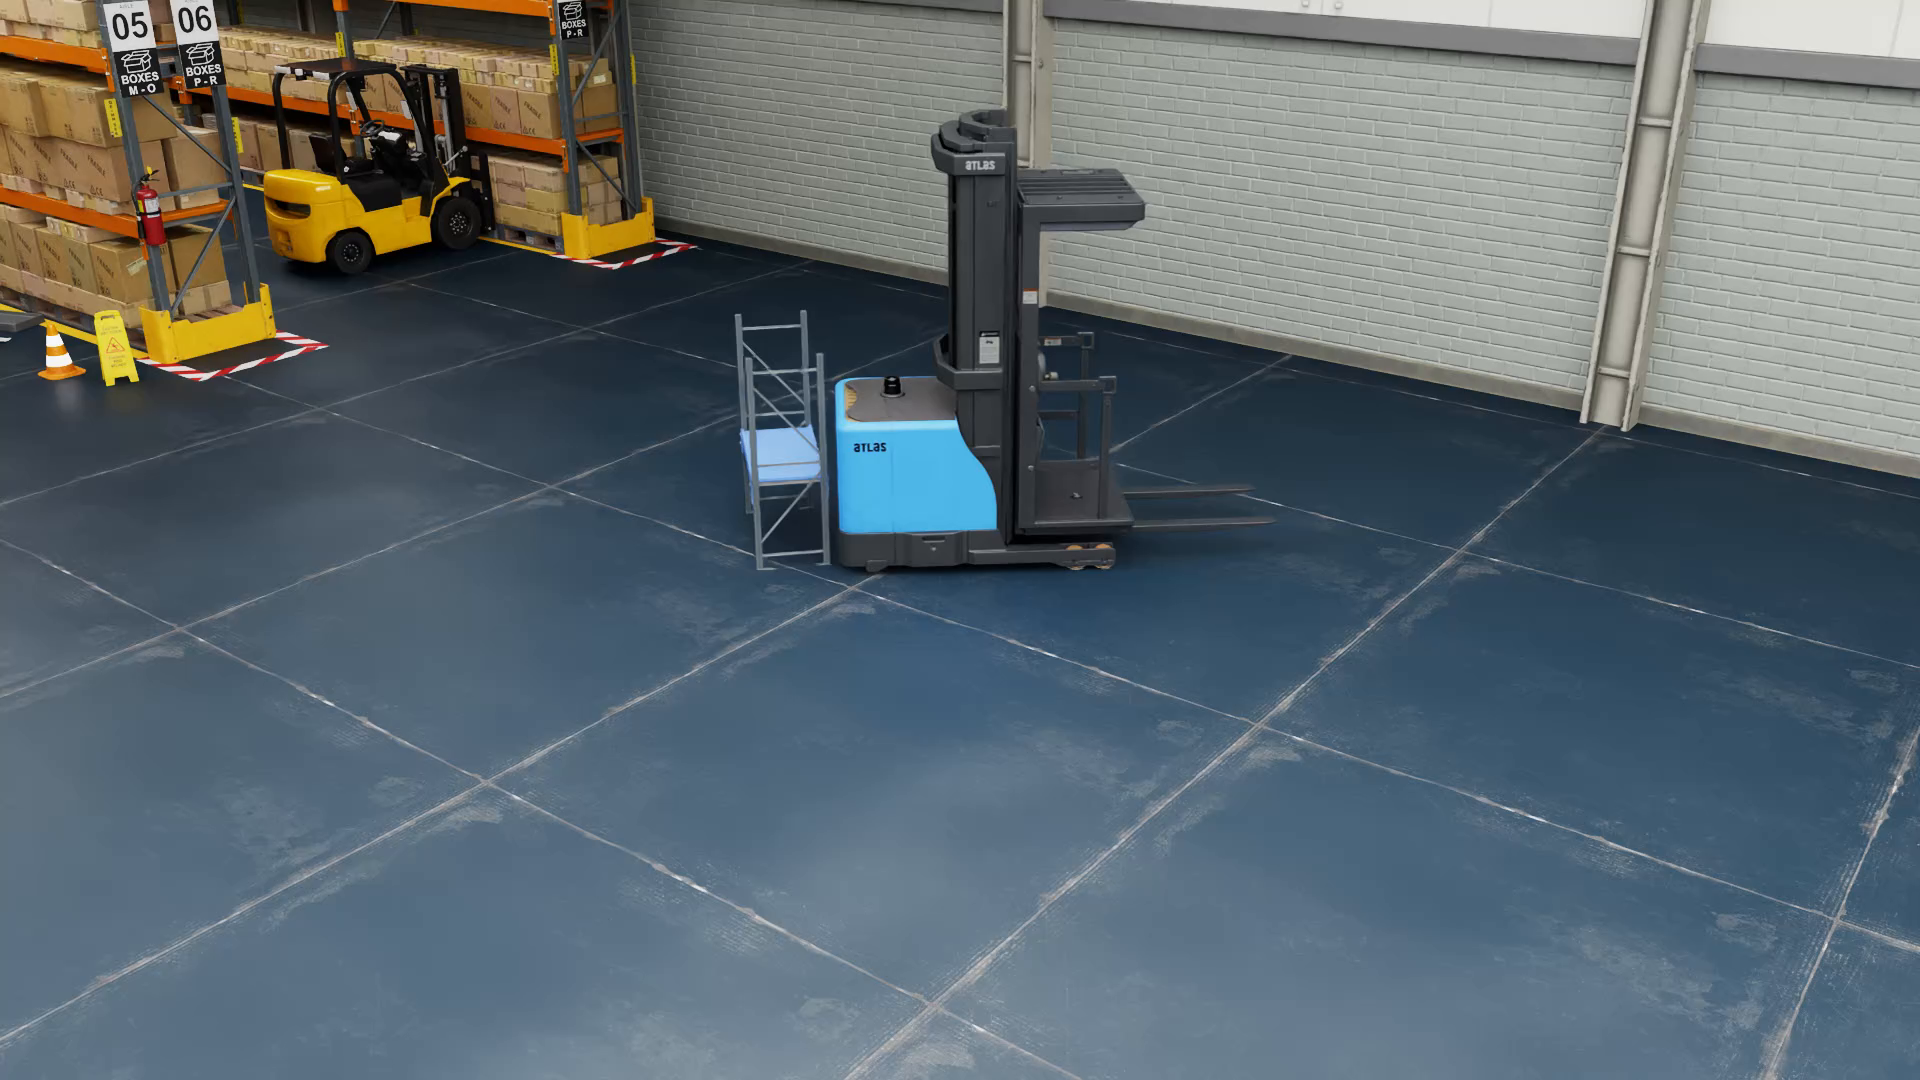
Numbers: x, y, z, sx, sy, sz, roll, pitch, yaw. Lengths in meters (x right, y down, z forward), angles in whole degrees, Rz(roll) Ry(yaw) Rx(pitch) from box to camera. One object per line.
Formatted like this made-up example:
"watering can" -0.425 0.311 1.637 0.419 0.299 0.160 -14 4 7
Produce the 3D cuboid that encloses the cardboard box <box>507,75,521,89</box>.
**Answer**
"cardboard box" -4.959 -5.281 19.088 0.250 0.149 0.380 17 29 34

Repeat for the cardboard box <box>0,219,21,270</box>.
"cardboard box" -9.549 -3.097 17.018 0.500 0.500 0.500 18 30 35

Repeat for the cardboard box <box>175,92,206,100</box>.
"cardboard box" -11.357 -6.520 24.602 0.250 0.149 0.380 15 28 31

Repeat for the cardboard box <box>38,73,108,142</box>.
"cardboard box" -8.034 -4.025 15.433 0.500 0.500 0.700 17 29 34

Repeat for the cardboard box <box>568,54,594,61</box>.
"cardboard box" -4.436 -5.524 19.269 0.250 0.149 0.380 18 29 35

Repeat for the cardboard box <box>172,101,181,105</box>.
"cardboard box" -11.306 -6.184 23.840 0.250 0.149 0.380 15 28 31

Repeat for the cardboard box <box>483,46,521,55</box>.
"cardboard box" -5.481 -5.823 19.947 0.250 0.149 0.380 17 29 34

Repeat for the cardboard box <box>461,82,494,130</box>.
"cardboard box" -5.491 -5.143 19.578 0.500 0.500 0.500 16 29 32

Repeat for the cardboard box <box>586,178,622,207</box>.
"cardboard box" -4.372 -4.154 19.727 0.500 0.250 0.500 17 29 34

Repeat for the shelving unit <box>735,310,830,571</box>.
"shelving unit" -1.229 -0.702 11.483 0.538 1.500 1.048 -4 24 -10

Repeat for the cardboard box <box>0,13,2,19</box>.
"cardboard box" -8.890 -5.052 15.594 0.500 0.250 0.500 17 29 34

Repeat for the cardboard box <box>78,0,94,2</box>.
"cardboard box" -7.542 -4.817 14.565 0.250 0.149 0.380 17 29 34

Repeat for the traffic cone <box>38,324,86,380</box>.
"traffic cone" -8.212 -1.735 15.114 0.334 0.463 0.336 17 29 33

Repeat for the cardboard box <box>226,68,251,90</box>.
"cardboard box" -9.497 -6.245 22.389 0.500 0.250 0.500 16 28 32

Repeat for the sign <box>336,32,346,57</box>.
"sign" -7.638 -6.094 20.523 0.005 0.325 0.100 17 29 33

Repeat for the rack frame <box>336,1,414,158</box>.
"rack frame" -7.321 -5.778 21.143 0.127 3.000 1.000 17 29 33

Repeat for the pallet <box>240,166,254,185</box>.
"pallet" -9.886 -5.257 23.420 1.213 0.211 1.003 17 29 33

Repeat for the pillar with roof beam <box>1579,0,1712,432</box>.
"pillar with roof beam" 2.884 -3.724 9.042 0.400 9.000 9.100 17 29 33

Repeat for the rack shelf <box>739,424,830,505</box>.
"rack shelf" -1.229 -0.537 11.555 0.538 0.185 1.000 -4 24 -10

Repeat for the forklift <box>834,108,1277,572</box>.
"forklift" 0.656 -1.349 11.176 3.031 2.935 1.130 -2 24 -4

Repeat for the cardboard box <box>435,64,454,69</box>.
"cardboard box" -5.998 -5.578 19.761 0.250 0.149 0.380 16 28 32

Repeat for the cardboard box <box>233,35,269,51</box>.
"cardboard box" -9.404 -6.607 22.096 0.250 0.149 0.380 18 29 34

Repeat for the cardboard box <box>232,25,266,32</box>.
"cardboard box" -9.864 -7.047 23.095 0.250 0.149 0.380 18 29 35

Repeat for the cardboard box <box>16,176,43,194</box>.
"cardboard box" -8.999 -3.517 16.322 0.250 0.149 0.380 17 29 33

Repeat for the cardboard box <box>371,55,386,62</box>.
"cardboard box" -7.015 -5.896 20.484 0.250 0.149 0.380 18 29 34

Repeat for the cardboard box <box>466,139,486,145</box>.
"cardboard box" -6.000 -4.868 20.728 0.500 0.250 0.500 17 29 34

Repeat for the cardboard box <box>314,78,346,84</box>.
"cardboard box" -7.867 -5.974 21.155 0.500 0.250 0.500 16 28 32

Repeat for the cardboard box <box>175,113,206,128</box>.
"cardboard box" -10.989 -5.826 23.832 0.500 0.500 0.500 18 29 35

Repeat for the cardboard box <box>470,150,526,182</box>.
"cardboard box" -5.497 -4.453 19.786 0.500 0.250 0.500 17 29 34

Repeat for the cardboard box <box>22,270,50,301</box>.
"cardboard box" -9.125 -2.627 16.881 0.500 0.250 0.500 16 29 33

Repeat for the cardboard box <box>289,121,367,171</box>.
"cardboard box" -8.361 -5.196 22.247 0.625 0.625 0.875 16 29 33

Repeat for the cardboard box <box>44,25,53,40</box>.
"cardboard box" -8.121 -4.669 15.219 0.250 0.149 0.380 17 29 34

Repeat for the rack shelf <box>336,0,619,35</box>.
"rack shelf" -5.720 -6.338 19.586 4.000 0.370 1.077 17 29 33

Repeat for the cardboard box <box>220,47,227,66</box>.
"cardboard box" -9.913 -6.598 22.570 0.500 0.250 0.500 18 29 35

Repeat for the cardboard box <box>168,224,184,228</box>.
"cardboard box" -8.014 -2.900 16.571 0.500 0.500 0.500 16 28 31

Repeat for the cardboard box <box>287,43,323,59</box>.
"cardboard box" -8.399 -6.285 21.366 0.250 0.149 0.380 16 28 32

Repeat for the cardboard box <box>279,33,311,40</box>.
"cardboard box" -8.900 -6.709 22.329 0.250 0.149 0.380 18 29 35

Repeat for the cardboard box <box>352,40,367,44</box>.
"cardboard box" -7.856 -6.417 21.665 0.250 0.149 0.380 17 29 33

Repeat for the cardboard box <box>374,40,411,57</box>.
"cardboard box" -6.970 -6.055 20.475 0.250 0.149 0.380 17 29 34

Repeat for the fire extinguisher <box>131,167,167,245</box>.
"fire extinguisher" -7.279 -2.996 14.926 0.183 0.674 0.296 17 29 33

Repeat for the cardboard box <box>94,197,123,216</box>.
"cardboard box" -7.791 -3.140 15.468 0.250 0.149 0.380 16 29 33

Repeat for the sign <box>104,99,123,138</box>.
"sign" -7.443 -3.708 14.618 0.005 0.325 0.100 17 29 33

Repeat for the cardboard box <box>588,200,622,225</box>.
"cardboard box" -4.396 -3.926 19.830 0.500 0.250 0.500 17 29 34

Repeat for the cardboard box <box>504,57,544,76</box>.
"cardboard box" -4.975 -5.412 19.015 0.250 0.149 0.380 18 29 34

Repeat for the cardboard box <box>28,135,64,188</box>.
"cardboard box" -8.490 -3.677 15.882 0.500 0.500 0.500 17 29 33

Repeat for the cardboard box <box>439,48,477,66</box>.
"cardboard box" -5.955 -5.743 19.767 0.250 0.149 0.380 17 29 33

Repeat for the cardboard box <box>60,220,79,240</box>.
"cardboard box" -8.425 -3.021 16.040 0.250 0.149 0.380 17 29 34

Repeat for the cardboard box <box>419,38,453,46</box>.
"cardboard box" -6.488 -6.143 20.675 0.250 0.149 0.380 17 29 33

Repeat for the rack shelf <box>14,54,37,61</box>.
"rack shelf" -15.323 -7.867 26.776 4.000 0.370 1.077 17 29 33
